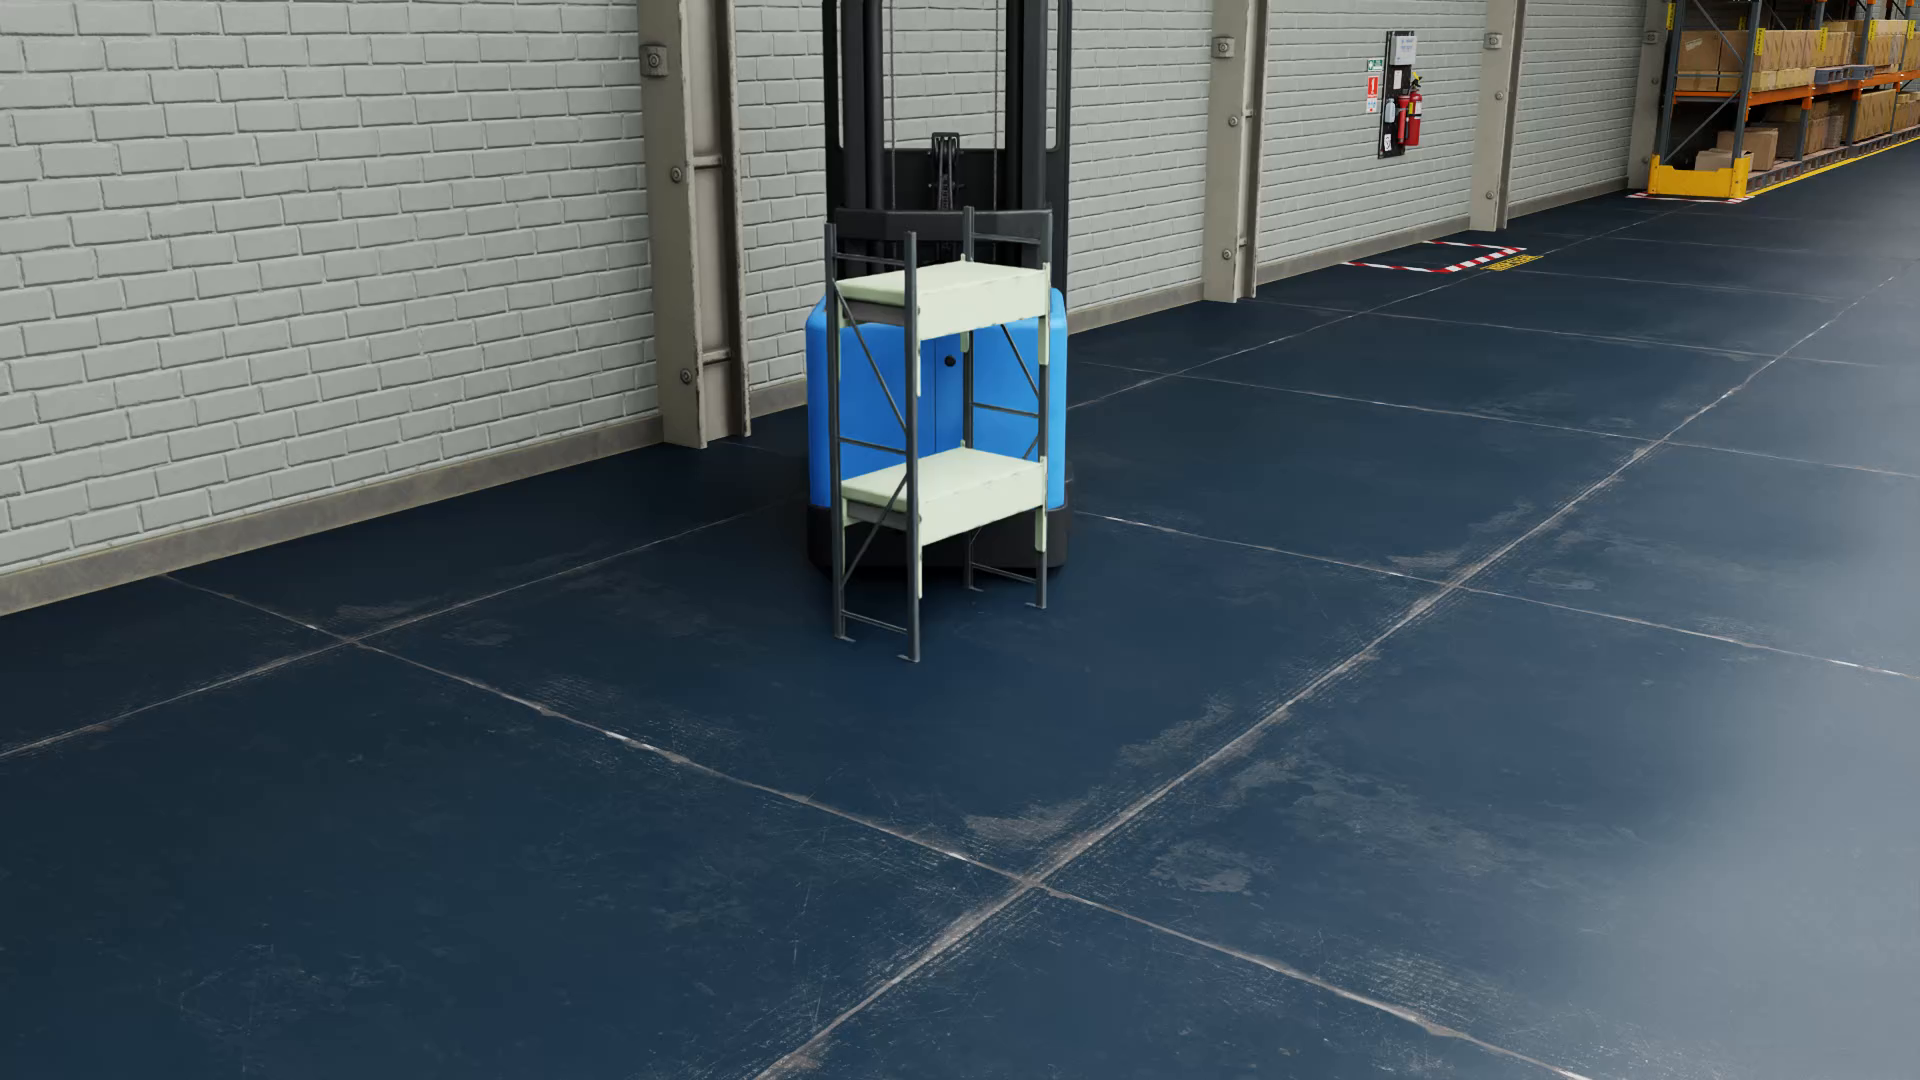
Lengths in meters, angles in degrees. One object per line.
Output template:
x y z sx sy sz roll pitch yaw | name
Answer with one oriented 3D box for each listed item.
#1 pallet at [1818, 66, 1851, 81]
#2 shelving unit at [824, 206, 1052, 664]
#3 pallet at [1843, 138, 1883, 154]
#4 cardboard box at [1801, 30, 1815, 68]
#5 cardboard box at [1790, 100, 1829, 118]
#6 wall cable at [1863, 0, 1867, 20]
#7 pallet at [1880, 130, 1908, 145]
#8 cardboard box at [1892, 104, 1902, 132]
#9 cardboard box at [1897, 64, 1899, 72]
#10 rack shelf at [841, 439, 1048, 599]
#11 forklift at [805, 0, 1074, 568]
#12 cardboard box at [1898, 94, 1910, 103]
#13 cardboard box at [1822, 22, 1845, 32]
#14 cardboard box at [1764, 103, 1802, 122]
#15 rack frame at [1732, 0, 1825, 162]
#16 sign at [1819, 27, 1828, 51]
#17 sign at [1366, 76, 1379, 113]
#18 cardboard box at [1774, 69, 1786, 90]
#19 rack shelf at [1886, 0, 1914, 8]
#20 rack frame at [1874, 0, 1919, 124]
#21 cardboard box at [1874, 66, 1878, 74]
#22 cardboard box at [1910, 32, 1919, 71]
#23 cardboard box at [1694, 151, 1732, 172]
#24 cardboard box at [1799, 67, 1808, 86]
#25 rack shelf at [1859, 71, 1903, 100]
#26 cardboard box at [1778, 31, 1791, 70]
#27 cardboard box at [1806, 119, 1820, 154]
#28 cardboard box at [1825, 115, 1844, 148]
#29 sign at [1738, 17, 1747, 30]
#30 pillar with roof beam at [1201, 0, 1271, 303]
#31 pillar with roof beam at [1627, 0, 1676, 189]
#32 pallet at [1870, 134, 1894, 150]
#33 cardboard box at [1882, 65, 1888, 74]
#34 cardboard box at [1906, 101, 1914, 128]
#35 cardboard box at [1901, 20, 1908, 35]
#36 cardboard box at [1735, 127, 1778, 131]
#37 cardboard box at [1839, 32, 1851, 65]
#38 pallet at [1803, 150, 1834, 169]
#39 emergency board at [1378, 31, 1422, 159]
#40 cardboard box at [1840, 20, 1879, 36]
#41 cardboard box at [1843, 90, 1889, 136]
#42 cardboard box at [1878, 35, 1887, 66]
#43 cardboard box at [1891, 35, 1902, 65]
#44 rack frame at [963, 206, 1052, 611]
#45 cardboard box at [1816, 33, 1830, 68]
13.243 -7.291 25.987 1.003 0.211 1.213 12 21 35 | pallet
-0.066 -0.404 6.016 0.431 1.500 0.755 14 22 38 | shelving unit
15.648 -6.993 29.407 1.003 0.211 1.213 12 21 35 | pallet
11.681 -6.917 23.415 0.500 0.500 0.500 12 21 34 | cardboard box
13.613 -6.930 26.711 0.500 0.250 0.500 13 21 36 | cardboard box
19.160 -10.724 35.005 0.084 1.984 1.851 12 21 35 | wall cable
17.289 -7.649 31.520 1.003 0.211 1.213 12 21 35 | pallet
17.301 -7.980 31.391 0.700 0.500 0.500 13 21 35 | cardboard box
16.799 -8.573 30.182 0.380 0.149 0.250 13 21 35 | cardboard box
-0.066 -0.093 6.113 0.431 0.370 0.720 14 22 38 | rack shelf
-0.047 -1.671 7.683 1.130 2.935 3.031 1 17 2 | forklift
17.963 -8.464 31.854 0.380 0.149 0.250 12 21 33 | cardboard box
14.029 -8.262 26.787 0.380 0.149 0.250 9 19 26 | cardboard box
12.692 -6.567 25.540 0.500 0.250 0.500 12 21 34 | cardboard box
12.007 -6.908 24.432 1.000 3.000 0.127 12 21 35 | rack frame
12.447 -7.228 24.001 0.100 0.325 0.005 12 21 35 | sign
3.855 -4.168 15.547 0.001 0.329 0.234 12 21 35 | sign
10.775 -6.200 22.371 0.500 0.250 0.500 12 21 34 | cardboard box
17.965 -10.379 31.763 1.077 0.370 4.000 12 21 35 | rack shelf
19.157 -9.766 33.636 1.000 3.000 0.127 12 21 35 | rack frame
15.677 -8.155 28.837 0.380 0.149 0.250 13 21 35 | cardboard box
17.549 -9.256 31.487 0.980 0.700 0.700 12 21 33 | cardboard box
10.108 -5.030 22.177 0.500 0.311 0.500 10 20 29 | cardboard box
11.664 -6.563 23.538 0.500 0.250 0.500 13 21 35 | cardboard box
15.582 -7.994 29.140 1.077 0.370 4.000 12 21 35 | rack shelf
10.765 -6.550 22.233 0.500 0.500 0.500 12 21 33 | cardboard box
13.036 -6.349 26.105 0.700 0.500 0.500 13 21 35 | cardboard box
14.003 -6.697 27.223 0.700 0.500 0.500 13 21 35 | cardboard box
11.559 -7.558 24.573 0.100 0.325 0.005 12 21 35 | sign
5.653 -5.521 9.850 9.100 9.000 0.400 12 21 35 | pillar with roof beam
12.803 -8.379 19.054 9.100 9.000 0.400 12 21 35 | pillar with roof beam
16.374 -7.285 30.347 1.003 0.211 1.213 12 21 35 | pallet
16.168 -8.335 29.416 0.380 0.149 0.250 12 21 35 | cardboard box
18.223 -8.350 32.580 0.700 0.500 0.500 12 21 33 | cardboard box
16.701 -9.215 29.891 0.500 0.250 0.500 13 22 36 | cardboard box
11.420 -5.670 23.919 0.500 0.500 0.500 11 20 31 | cardboard box
13.807 -7.867 26.609 0.700 0.500 0.500 10 20 30 | cardboard box
13.196 -6.054 26.383 1.003 0.211 1.213 12 21 35 | pallet
4.268 -4.264 15.918 0.194 1.169 0.643 12 21 35 | emergency board
14.885 -8.488 27.550 0.500 0.250 0.500 13 22 36 | cardboard box
15.963 -7.598 29.568 0.750 0.750 0.750 13 22 36 | cardboard box
15.501 -8.372 28.441 0.500 0.500 0.500 12 21 34 | cardboard box
16.405 -8.735 29.611 0.500 0.500 0.500 13 21 35 | cardboard box
0.171 -0.487 6.283 0.400 1.500 0.023 14 22 38 | rack frame
12.676 -7.413 25.147 0.700 0.500 0.500 15 23 40 | cardboard box
